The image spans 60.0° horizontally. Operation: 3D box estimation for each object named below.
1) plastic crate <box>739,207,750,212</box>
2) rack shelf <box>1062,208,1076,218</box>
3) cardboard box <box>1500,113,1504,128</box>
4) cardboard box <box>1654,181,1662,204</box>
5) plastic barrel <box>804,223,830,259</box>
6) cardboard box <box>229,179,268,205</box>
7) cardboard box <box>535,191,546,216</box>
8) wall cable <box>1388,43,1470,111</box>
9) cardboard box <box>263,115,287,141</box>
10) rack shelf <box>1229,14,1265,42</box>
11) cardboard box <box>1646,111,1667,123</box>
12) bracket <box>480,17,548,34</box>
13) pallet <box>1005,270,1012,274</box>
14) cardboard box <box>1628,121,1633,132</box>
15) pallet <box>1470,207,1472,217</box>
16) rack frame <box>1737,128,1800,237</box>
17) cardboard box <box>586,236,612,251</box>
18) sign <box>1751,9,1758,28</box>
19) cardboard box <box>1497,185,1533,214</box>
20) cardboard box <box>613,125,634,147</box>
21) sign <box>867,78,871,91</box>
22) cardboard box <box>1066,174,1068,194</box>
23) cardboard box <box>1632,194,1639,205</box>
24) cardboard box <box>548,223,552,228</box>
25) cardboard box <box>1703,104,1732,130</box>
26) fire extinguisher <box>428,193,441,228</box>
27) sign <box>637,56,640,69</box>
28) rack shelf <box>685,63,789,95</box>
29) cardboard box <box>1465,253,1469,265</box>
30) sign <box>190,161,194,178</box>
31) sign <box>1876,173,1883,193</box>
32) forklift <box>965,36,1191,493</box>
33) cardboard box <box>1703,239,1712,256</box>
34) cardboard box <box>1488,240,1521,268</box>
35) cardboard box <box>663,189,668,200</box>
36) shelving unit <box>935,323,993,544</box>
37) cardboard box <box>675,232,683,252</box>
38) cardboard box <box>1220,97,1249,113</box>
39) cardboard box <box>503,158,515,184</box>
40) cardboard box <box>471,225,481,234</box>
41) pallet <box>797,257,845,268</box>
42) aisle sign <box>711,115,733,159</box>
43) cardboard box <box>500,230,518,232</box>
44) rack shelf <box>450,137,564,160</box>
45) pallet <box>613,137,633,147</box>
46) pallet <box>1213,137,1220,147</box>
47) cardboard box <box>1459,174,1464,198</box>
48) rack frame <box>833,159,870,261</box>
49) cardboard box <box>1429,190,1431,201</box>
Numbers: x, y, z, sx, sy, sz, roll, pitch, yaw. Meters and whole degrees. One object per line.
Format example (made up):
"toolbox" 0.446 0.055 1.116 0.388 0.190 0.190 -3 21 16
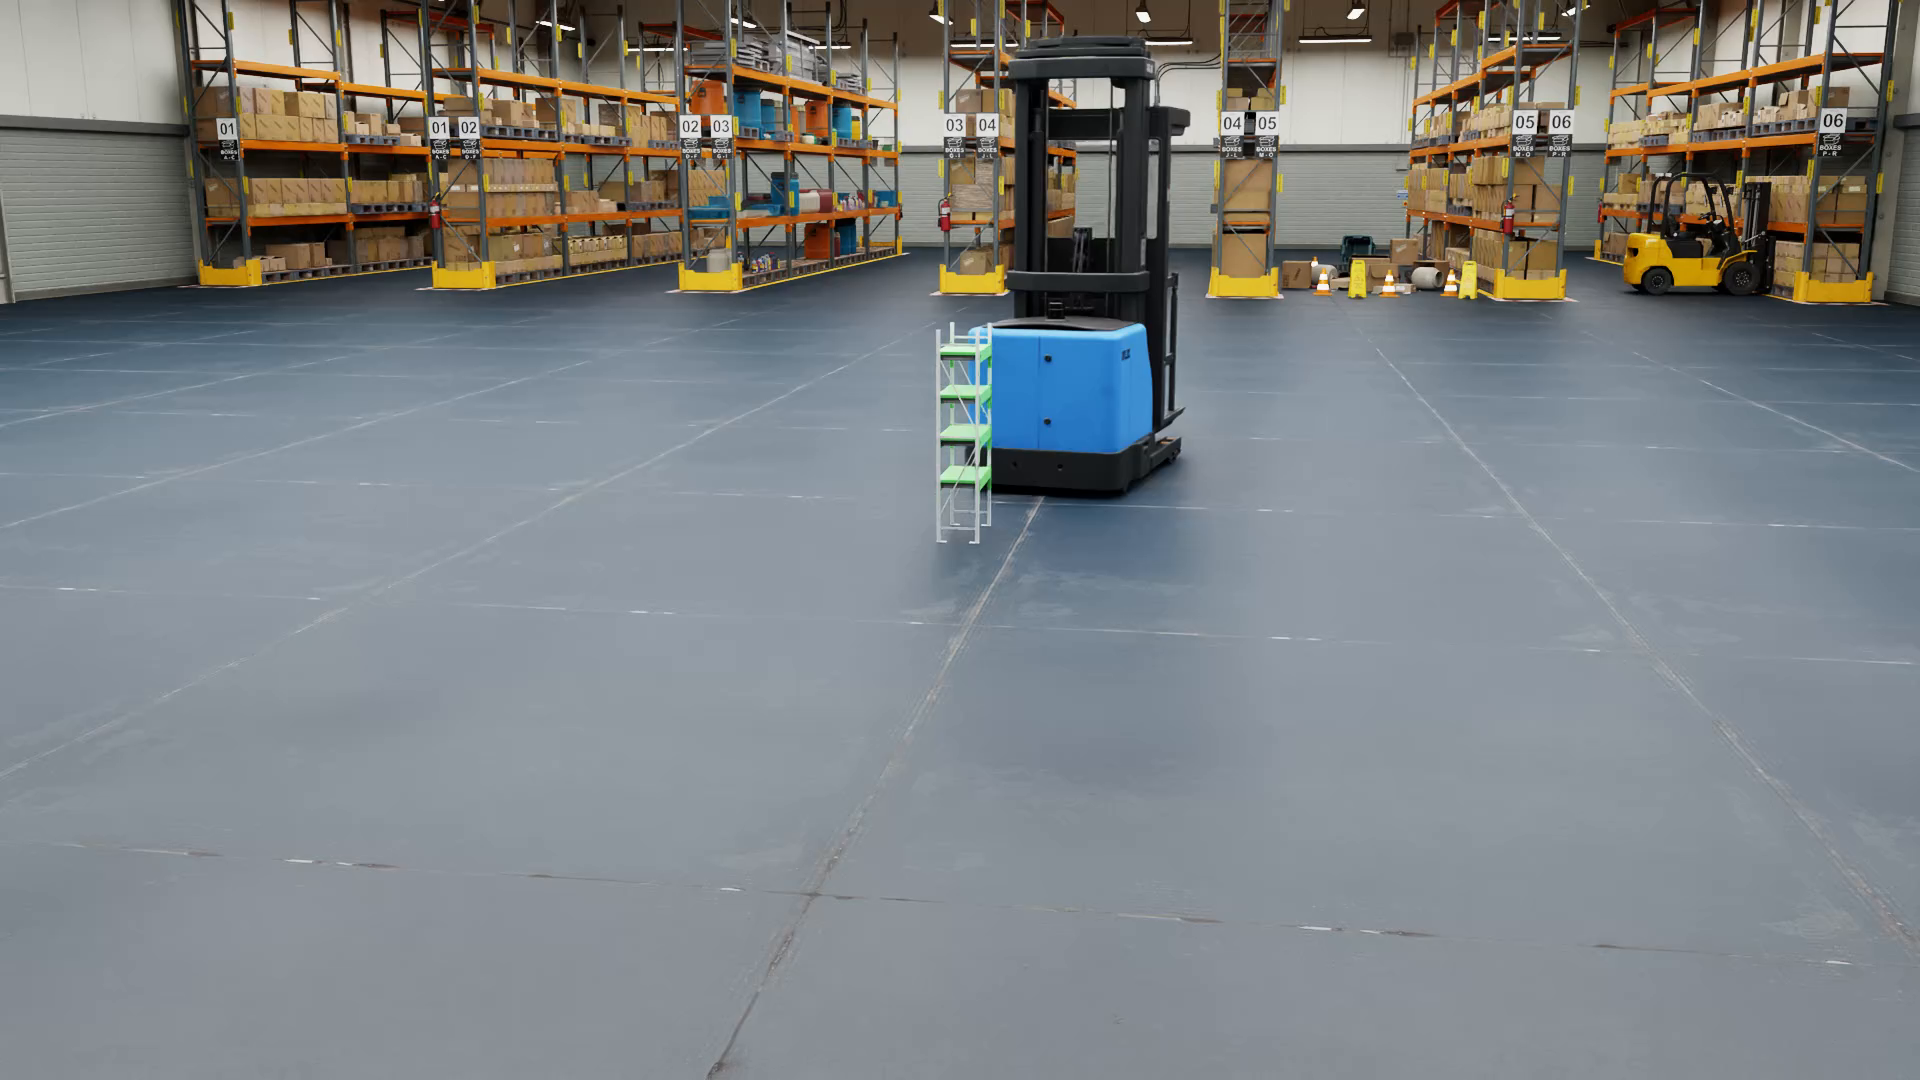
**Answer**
"plastic crate" -4.557 -6.652 33.741 0.450 0.188 0.662 2 12 9
"rack shelf" 2.363 -8.598 43.978 1.077 0.370 4.000 2 12 9
"cardboard box" 9.906 -7.472 29.576 0.500 0.250 0.500 2 12 8
"cardboard box" 16.256 -7.942 37.991 0.700 0.500 0.500 2 12 8
"plastic barrel" -3.396 -7.108 39.510 0.600 0.830 0.708 2 12 9
"cardboard box" -14.103 -6.910 32.964 0.500 0.500 0.500 2 12 9
"cardboard box" -9.100 -7.036 34.785 0.700 0.500 0.500 2 12 8
"wall cable" 13.801 -13.146 49.133 2.355 3.000 0.029 2 12 9
"cardboard box" -13.982 -8.322 33.585 0.500 0.500 0.500 2 12 11
"rack shelf" 7.248 -12.974 42.152 1.077 0.370 4.000 2 12 9
"cardboard box" 16.361 -9.947 39.080 0.396 0.266 0.258 2 12 8
"bracket" -12.564 -14.492 46.835 0.076 0.066 4.783 2 12 9
"pallet" 0.756 -5.364 33.882 1.003 0.211 1.213 2 12 9
"cardboard box" 16.748 -10.159 40.857 0.500 0.250 0.500 2 12 10
"pallet" 10.878 -6.608 33.489 1.003 0.211 1.213 2 12 9
"rack frame" 15.522 -6.387 32.010 1.000 3.000 0.127 2 12 9
"cardboard box" -8.339 -6.827 38.253 0.500 0.311 0.500 2 12 8
"sign" 14.984 -9.830 31.341 0.100 0.325 0.005 2 12 9
"cardboard box" 9.813 -6.031 29.413 0.500 0.500 0.500 2 12 8
"cardboard box" -8.314 -9.630 39.699 0.910 0.500 0.500 2 12 9
"sign" -2.296 -11.506 42.020 0.100 0.325 0.005 2 12 9
"cardboard box" 2.540 -9.274 43.278 0.500 0.500 0.500 1 12 7
"cardboard box" 16.590 -8.238 40.250 0.500 0.250 0.500 2 12 10
"cardboard box" -11.862 -8.966 47.376 0.380 0.149 0.250 2 12 8
"cardboard box" 15.806 -8.738 34.327 0.700 0.500 0.500 2 12 8
"fire extinguisher" -10.056 -6.310 31.836 0.296 0.674 0.183 2 12 9
"sign" -8.266 -12.305 42.824 0.100 0.325 0.005 2 12 9
"rack shelf" -4.377 -8.998 32.541 1.077 0.370 4.000 2 12 9
"cardboard box" 10.695 -5.577 33.492 0.950 0.372 0.625 2 12 9
"sign" -15.019 -7.260 32.561 0.100 0.325 0.005 2 12 9
"sign" 15.454 -5.997 27.958 0.100 0.325 0.005 2 12 9
"forklift" 0.994 -2.008 11.854 1.130 2.935 3.031 4 13 19
"cardboard box" 15.832 -5.858 34.197 0.875 0.625 0.625 1 12 6
"cardboard box" 9.944 -5.226 30.373 0.500 0.500 0.500 2 12 11
"cardboard box" -7.910 -9.016 43.974 0.500 0.500 0.500 2 12 10
"shelving unit" 0.025 -0.621 9.527 0.258 1.200 0.503 2 12 9
"cardboard box" -7.526 -7.736 43.160 0.500 0.500 0.500 2 12 8
"cardboard box" 4.894 -7.757 29.664 0.500 0.250 0.500 2 12 9
"cardboard box" -9.334 -7.363 33.221 0.700 0.500 0.500 2 12 9
"cardboard box" -12.734 -7.845 42.880 0.750 0.750 0.750 2 12 10
"pallet" -3.374 -6.664 39.913 1.003 0.211 1.213 2 12 9
"aisle sign" -4.406 -7.442 30.736 0.394 0.787 0.004 2 12 9
"cardboard box" -12.412 -8.151 45.130 0.700 0.500 0.500 2 12 9
"rack shelf" -9.271 -7.888 33.564 1.077 0.370 4.000 2 12 9
"pallet" -8.364 -9.252 38.634 1.213 0.211 1.003 2 12 11
"pallet" 6.584 -9.385 39.248 1.213 0.211 1.003 2 12 9
"cardboard box" 10.701 -7.370 34.630 0.500 0.500 0.500 1 12 7
"rack frame" -2.839 -8.694 42.715 1.000 3.000 0.127 2 12 9
"cardboard box" 11.448 -8.192 39.553 0.500 0.250 0.500 2 12 10
